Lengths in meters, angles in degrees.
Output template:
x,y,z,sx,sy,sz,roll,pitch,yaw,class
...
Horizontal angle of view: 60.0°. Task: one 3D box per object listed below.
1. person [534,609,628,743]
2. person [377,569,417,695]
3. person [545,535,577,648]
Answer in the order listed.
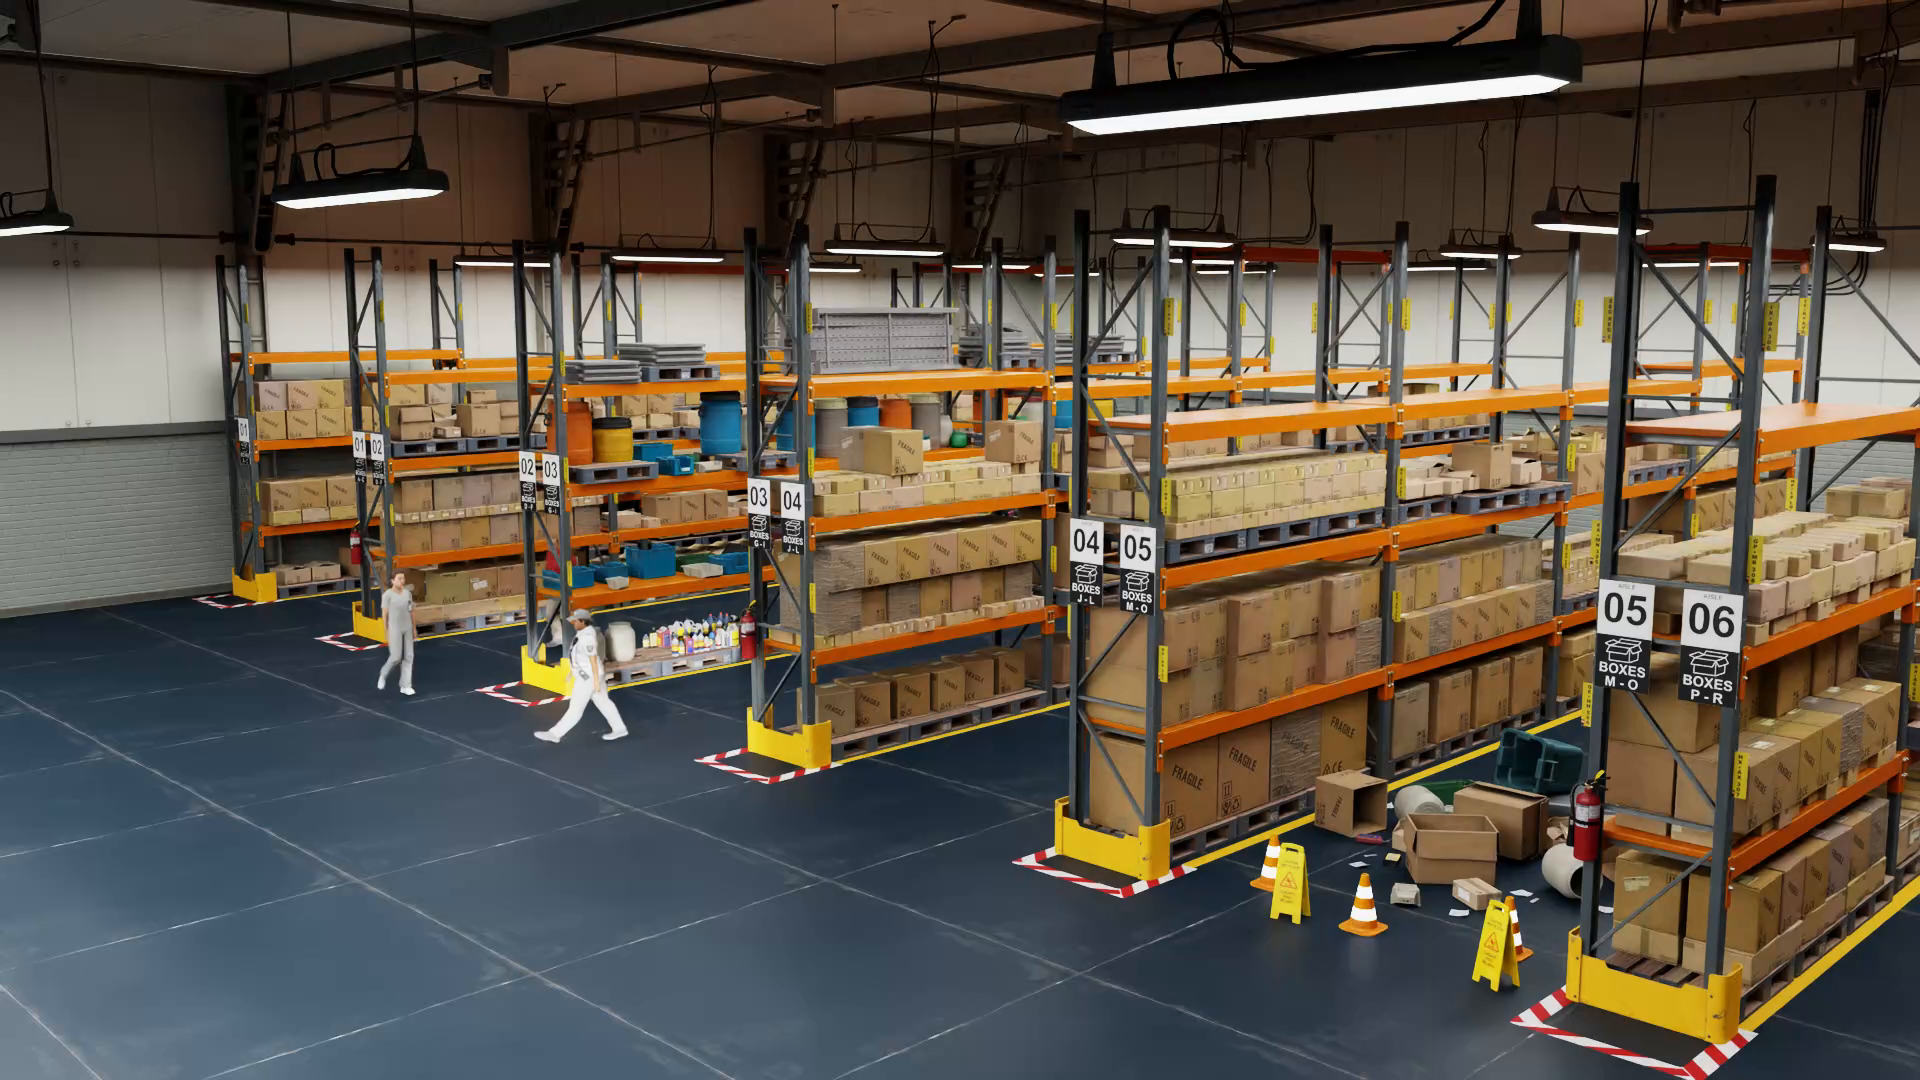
x,y,z,sx,sy,sz,roll,pitch,yaw,class
-4.471,1.593,19.581,1.060,1.602,0.502,-1,8,-7,person
-7.460,1.209,22.051,0.551,1.667,0.467,6,10,38,person
-6.029,0.756,25.291,0.630,1.712,0.645,4,9,28,person
